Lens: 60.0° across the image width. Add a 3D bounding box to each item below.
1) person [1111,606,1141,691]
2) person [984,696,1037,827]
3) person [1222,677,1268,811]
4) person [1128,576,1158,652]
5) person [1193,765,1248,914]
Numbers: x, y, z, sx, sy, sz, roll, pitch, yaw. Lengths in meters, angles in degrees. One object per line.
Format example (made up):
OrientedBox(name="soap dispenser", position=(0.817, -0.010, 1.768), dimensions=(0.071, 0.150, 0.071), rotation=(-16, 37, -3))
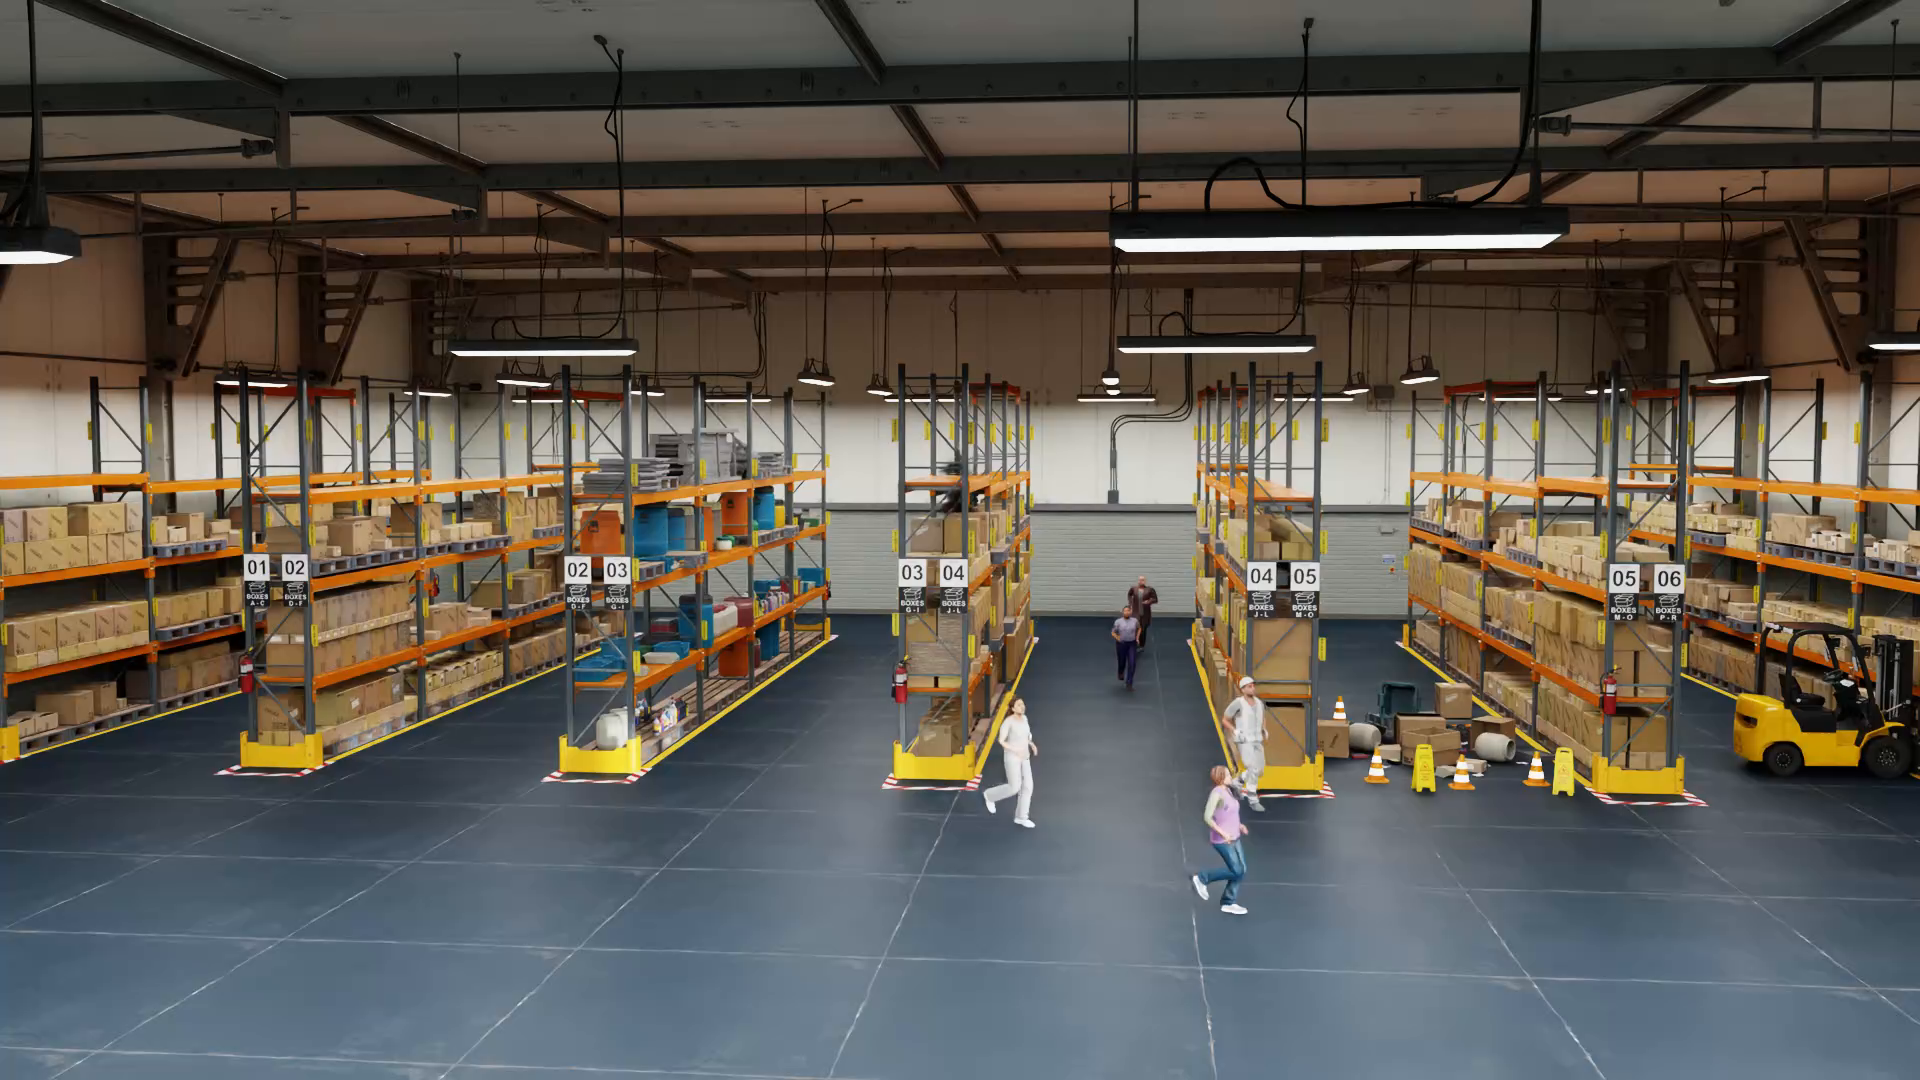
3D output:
OrientedBox(name="person", position=(3.274, 2.108, 32.655), dimensions=(0.607, 1.648, 0.841), rotation=(0, 4, -1))
OrientedBox(name="person", position=(0.689, 2.822, 21.378), dimensions=(0.757, 1.656, 0.573), rotation=(4, 5, 44))
OrientedBox(name="person", position=(3.859, 2.718, 22.255), dimensions=(0.663, 1.778, 0.643), rotation=(-2, 4, -34))
OrientedBox(name="person", position=(4.128, 1.716, 37.617), dimensions=(0.707, 1.840, 0.797), rotation=(1, 4, 11))
OrientedBox(name="person", position=(2.734, 3.120, 17.346), dimensions=(0.560, 1.532, 0.527), rotation=(2, 4, 28))
